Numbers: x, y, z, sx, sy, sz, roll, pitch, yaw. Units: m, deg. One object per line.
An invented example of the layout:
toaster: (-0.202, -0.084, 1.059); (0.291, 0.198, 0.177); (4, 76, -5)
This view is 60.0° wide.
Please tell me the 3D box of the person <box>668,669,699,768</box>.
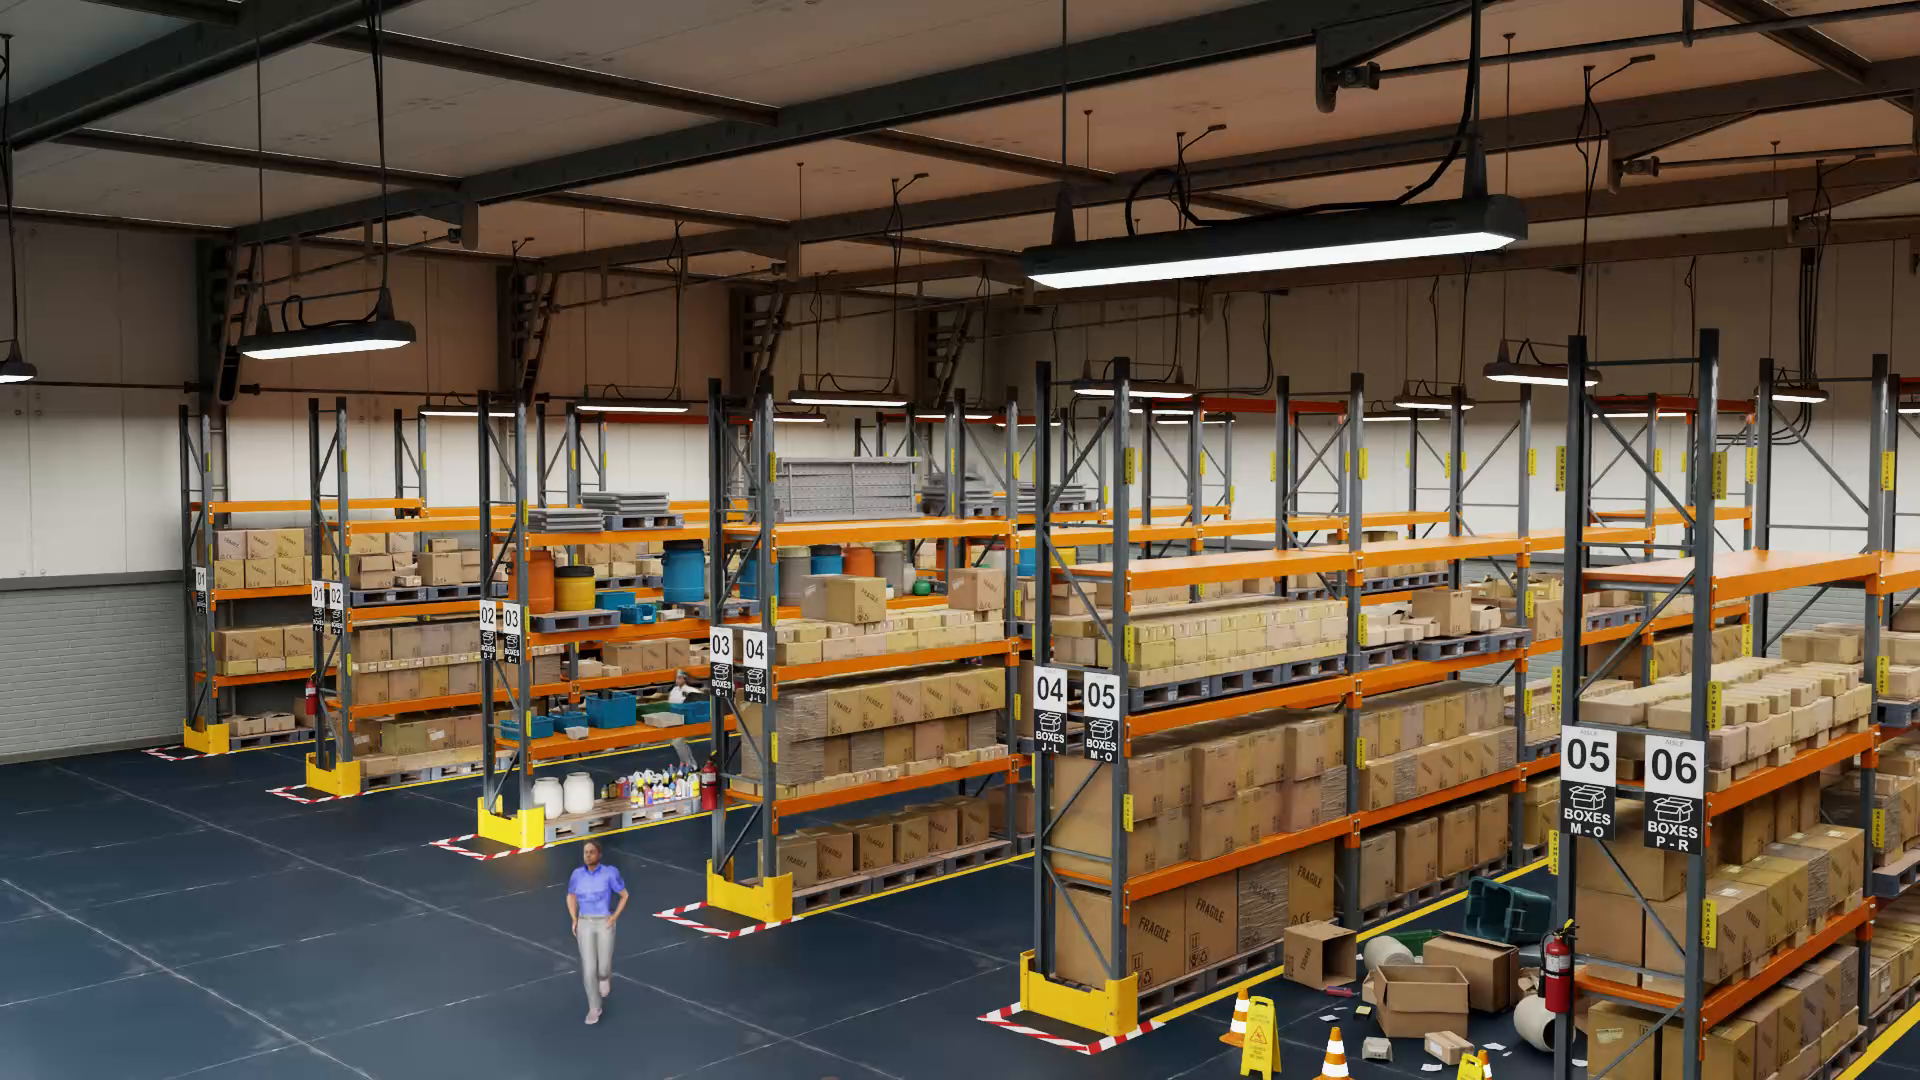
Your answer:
person: (-4.449, 2.920, 26.614); (0.579, 1.718, 0.695); (2, 4, 36)

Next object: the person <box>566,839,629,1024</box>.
person: (-3.339, 3.558, 15.286); (0.576, 1.635, 0.591); (0, 3, -1)
